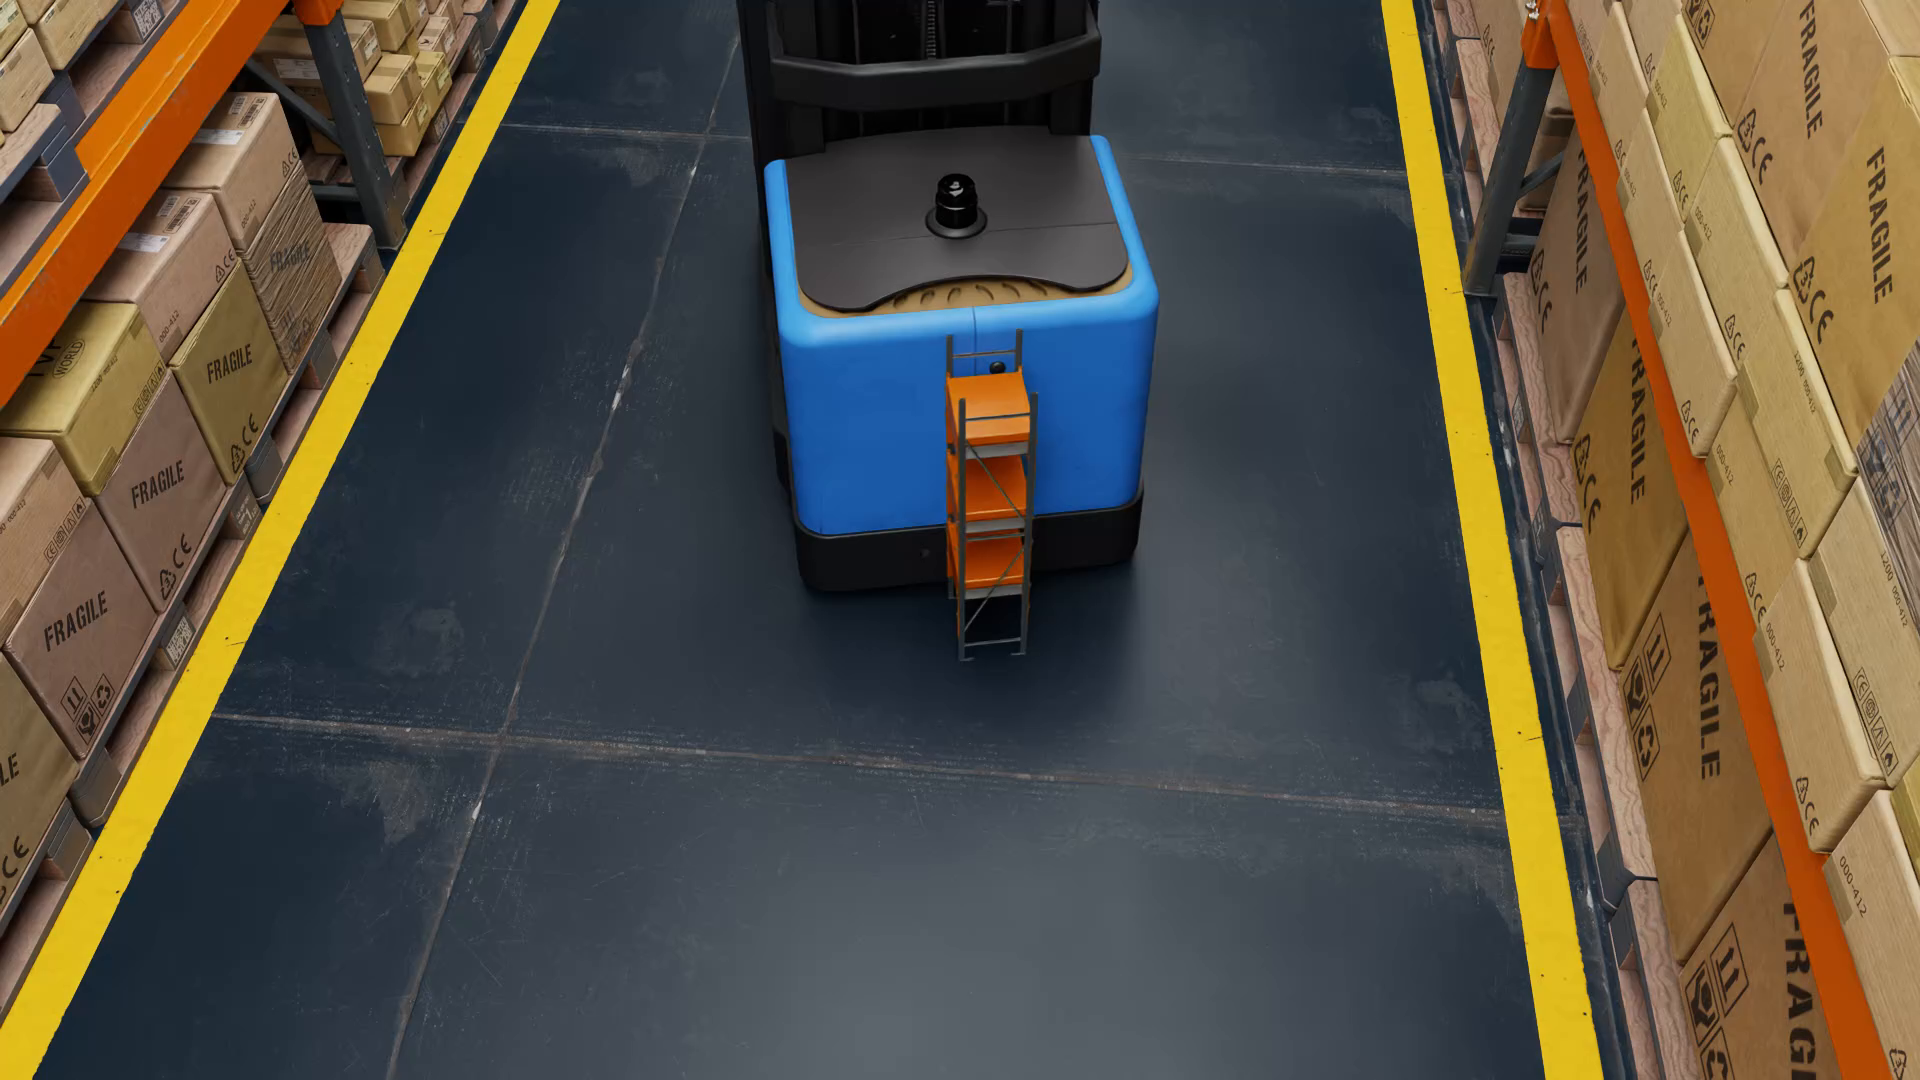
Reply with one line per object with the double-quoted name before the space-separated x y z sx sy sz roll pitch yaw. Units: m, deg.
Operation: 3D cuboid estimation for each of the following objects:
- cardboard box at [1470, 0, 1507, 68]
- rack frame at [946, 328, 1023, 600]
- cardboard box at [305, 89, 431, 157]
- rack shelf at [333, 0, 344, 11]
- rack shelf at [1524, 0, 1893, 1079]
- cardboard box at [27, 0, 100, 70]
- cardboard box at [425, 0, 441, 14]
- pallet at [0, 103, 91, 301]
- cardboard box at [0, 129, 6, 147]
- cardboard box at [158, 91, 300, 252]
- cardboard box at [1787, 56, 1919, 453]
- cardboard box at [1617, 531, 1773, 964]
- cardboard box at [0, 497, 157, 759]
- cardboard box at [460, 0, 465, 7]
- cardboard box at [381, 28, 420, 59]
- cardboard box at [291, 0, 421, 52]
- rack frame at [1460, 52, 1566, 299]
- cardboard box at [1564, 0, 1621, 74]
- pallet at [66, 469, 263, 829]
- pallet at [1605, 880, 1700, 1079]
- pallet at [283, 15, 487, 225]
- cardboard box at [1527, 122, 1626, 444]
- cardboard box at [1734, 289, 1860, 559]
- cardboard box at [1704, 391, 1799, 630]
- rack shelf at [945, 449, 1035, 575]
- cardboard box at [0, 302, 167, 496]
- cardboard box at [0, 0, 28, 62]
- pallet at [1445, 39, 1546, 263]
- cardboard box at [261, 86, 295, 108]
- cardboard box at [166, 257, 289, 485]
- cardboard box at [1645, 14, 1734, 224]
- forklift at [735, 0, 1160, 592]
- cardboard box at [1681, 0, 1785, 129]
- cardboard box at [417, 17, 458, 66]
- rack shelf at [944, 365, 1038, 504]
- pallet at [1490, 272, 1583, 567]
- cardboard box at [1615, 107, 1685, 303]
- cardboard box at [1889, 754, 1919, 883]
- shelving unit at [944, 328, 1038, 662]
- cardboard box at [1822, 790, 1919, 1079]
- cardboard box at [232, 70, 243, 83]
"cardboard box" 2.585 -2.299 6.772 0.875 0.438 0.875 3 48 2
"rack frame" 0.064 -0.184 4.707 0.200 1.050 0.008 -6 48 -5
"cardboard box" -2.246 -1.594 6.323 0.380 0.149 0.250 2 48 2
"rack shelf" -2.417 -3.396 6.810 1.077 0.370 4.000 4 48 4
"rack shelf" 2.157 -0.198 3.885 1.077 0.370 4.000 4 48 4
"cardboard box" -2.509 -1.362 4.349 0.380 0.149 0.250 2 48 2
"cardboard box" -2.300 -2.265 6.735 0.380 0.149 0.250 2 48 2
"pallet" -2.824 -0.622 3.916 1.003 0.211 1.213 4 48 4
"cardboard box" -2.553 -0.963 3.984 0.380 0.149 0.250 6 48 5
"cardboard box" -2.415 -1.155 5.175 0.500 0.250 0.500 3 48 2
"cardboard box" 1.852 -0.481 2.912 0.500 0.500 0.500 4 48 4
"cardboard box" 2.206 0.448 3.963 0.875 0.875 0.875 4 48 4
"cardboard box" -2.560 0.223 4.423 0.500 0.500 0.500 3 48 3
"cardboard box" -2.288 -2.366 7.028 0.380 0.149 0.250 2 48 2
"cardboard box" -2.314 -1.885 6.387 0.380 0.149 0.250 4 48 4
"cardboard box" -2.277 -1.987 6.278 0.380 0.149 0.250 6 48 5
"rack frame" 2.340 -1.910 4.964 1.000 3.000 0.127 4 48 4
"cardboard box" 2.037 -1.554 4.740 0.500 0.250 0.500 3 48 3
"pallet" -2.777 0.244 4.884 1.003 0.211 1.213 4 48 4
"pallet" 2.122 1.396 3.830 1.003 0.211 1.213 4 48 4
"pallet" -2.573 -1.723 6.683 1.003 0.211 1.213 4 48 4
"cardboard box" 2.363 -0.874 5.172 0.875 0.875 0.875 5 48 5
"cardboard box" 1.836 -0.216 3.178 0.500 0.250 0.500 3 48 3
"cardboard box" 1.856 -0.055 3.369 0.500 0.250 0.500 3 48 3
"rack shelf" 0.080 -0.088 4.633 0.215 0.259 0.240 -6 48 -5
"cardboard box" -2.509 -0.389 4.474 0.500 0.250 0.500 2 48 2
"cardboard box" -2.532 -1.252 4.047 0.380 0.149 0.250 2 48 2
"pallet" 2.487 -1.522 6.499 1.003 0.211 1.213 4 48 4
"cardboard box" -2.795 -1.845 6.552 0.380 0.149 0.250 5 48 5
"cardboard box" -2.463 -0.529 5.110 0.500 0.500 0.500 3 48 3
"cardboard box" 1.927 -0.970 3.867 0.500 0.250 0.500 4 48 4
"forklift" -0.158 -1.933 5.032 1.130 2.935 3.031 -6 48 -5
"cardboard box" 1.946 -1.233 3.600 0.500 0.500 0.500 3 48 3
"cardboard box" -2.251 -1.976 6.672 0.380 0.149 0.250 4 48 3
"rack shelf" 0.080 -0.279 4.424 0.215 0.259 0.240 -6 48 -5
"pallet" 2.344 -0.397 5.470 1.003 0.211 1.213 4 48 4
"cardboard box" 1.929 -0.798 4.049 0.500 0.250 0.500 4 48 3
"cardboard box" 1.766 0.538 2.488 0.500 0.250 0.500 4 48 3
"shelving unit" 0.080 -0.095 4.625 0.215 1.050 0.252 -6 48 -5
"cardboard box" 1.763 0.691 2.687 0.500 0.250 0.500 2 48 2
"cardboard box" -2.826 -1.828 6.133 0.380 0.149 0.250 5 48 5
